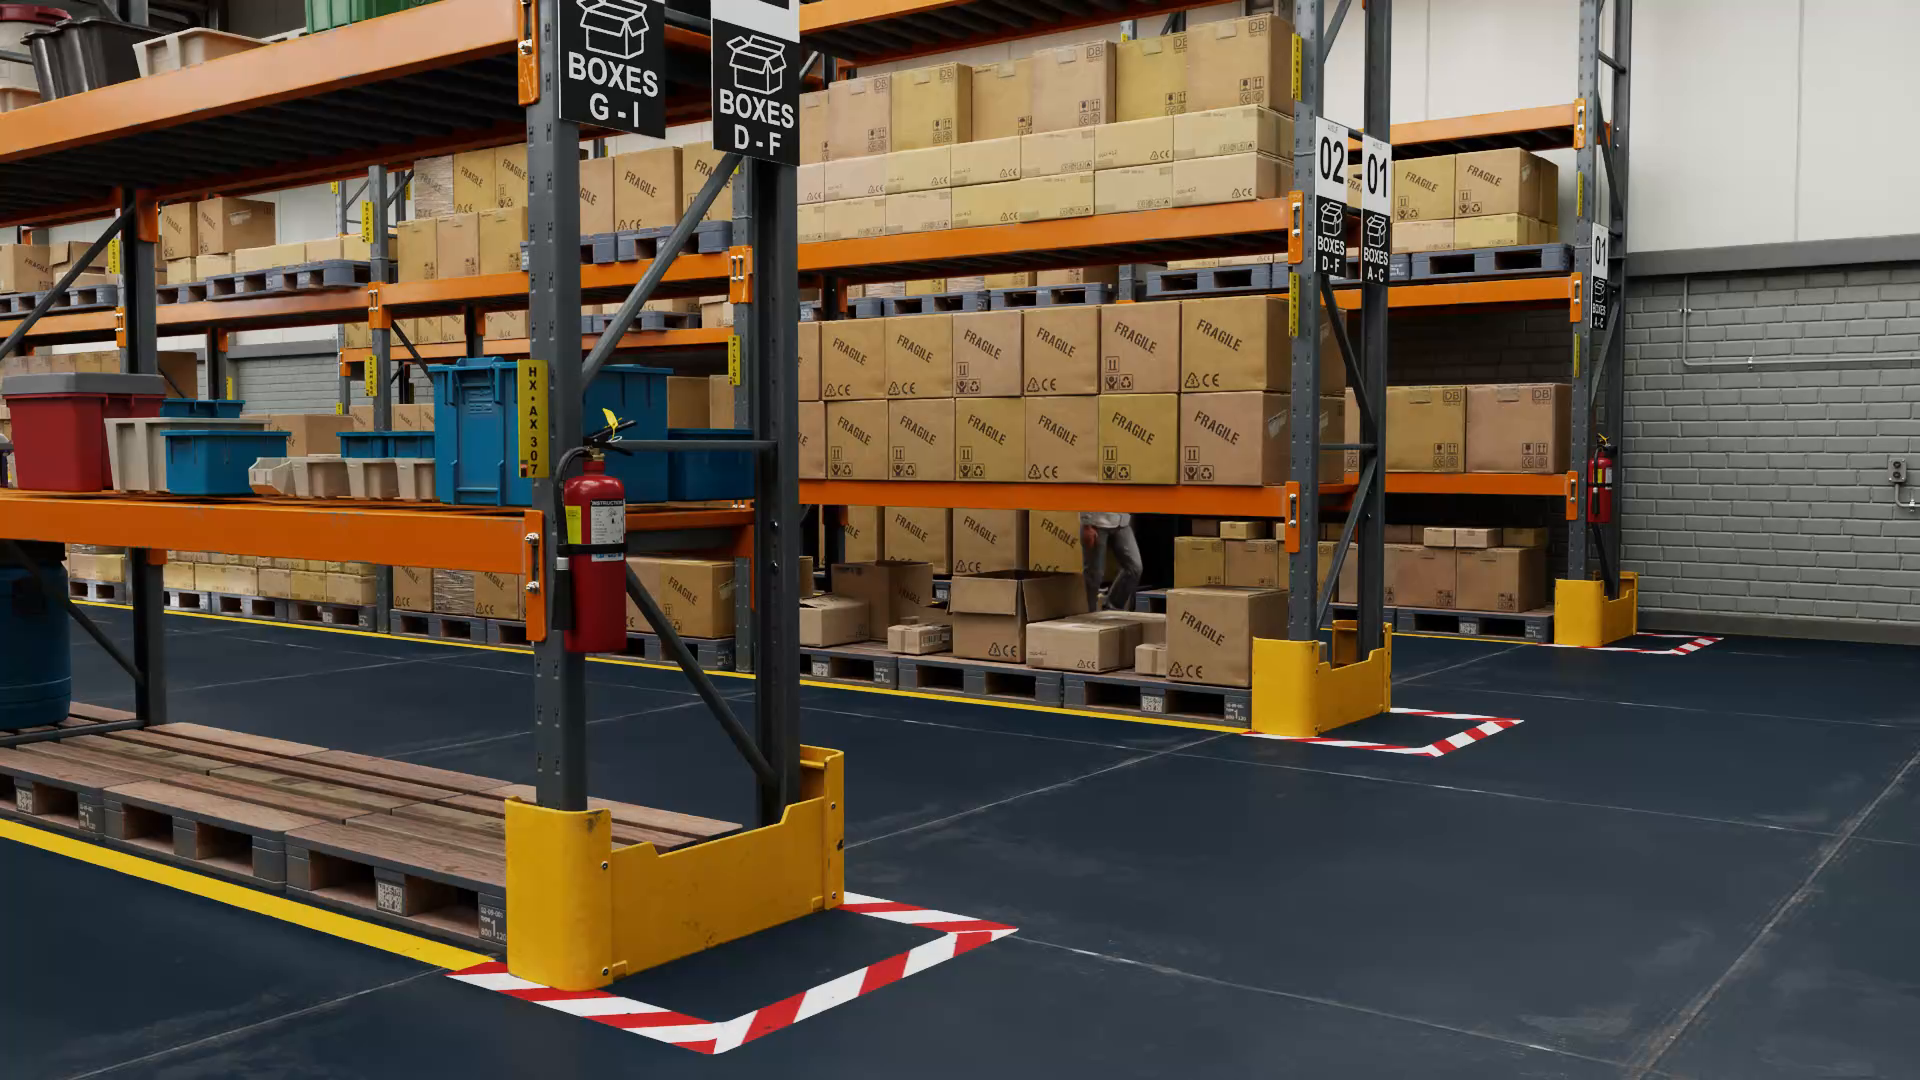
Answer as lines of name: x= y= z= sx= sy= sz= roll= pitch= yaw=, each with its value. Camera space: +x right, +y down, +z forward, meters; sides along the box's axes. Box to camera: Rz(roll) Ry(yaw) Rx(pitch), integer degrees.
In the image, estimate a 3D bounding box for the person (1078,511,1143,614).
person: x=1.123 y=-0.125 z=13.093 sx=0.564 sy=1.756 sz=0.535 roll=-3 pitch=4 yaw=-40
